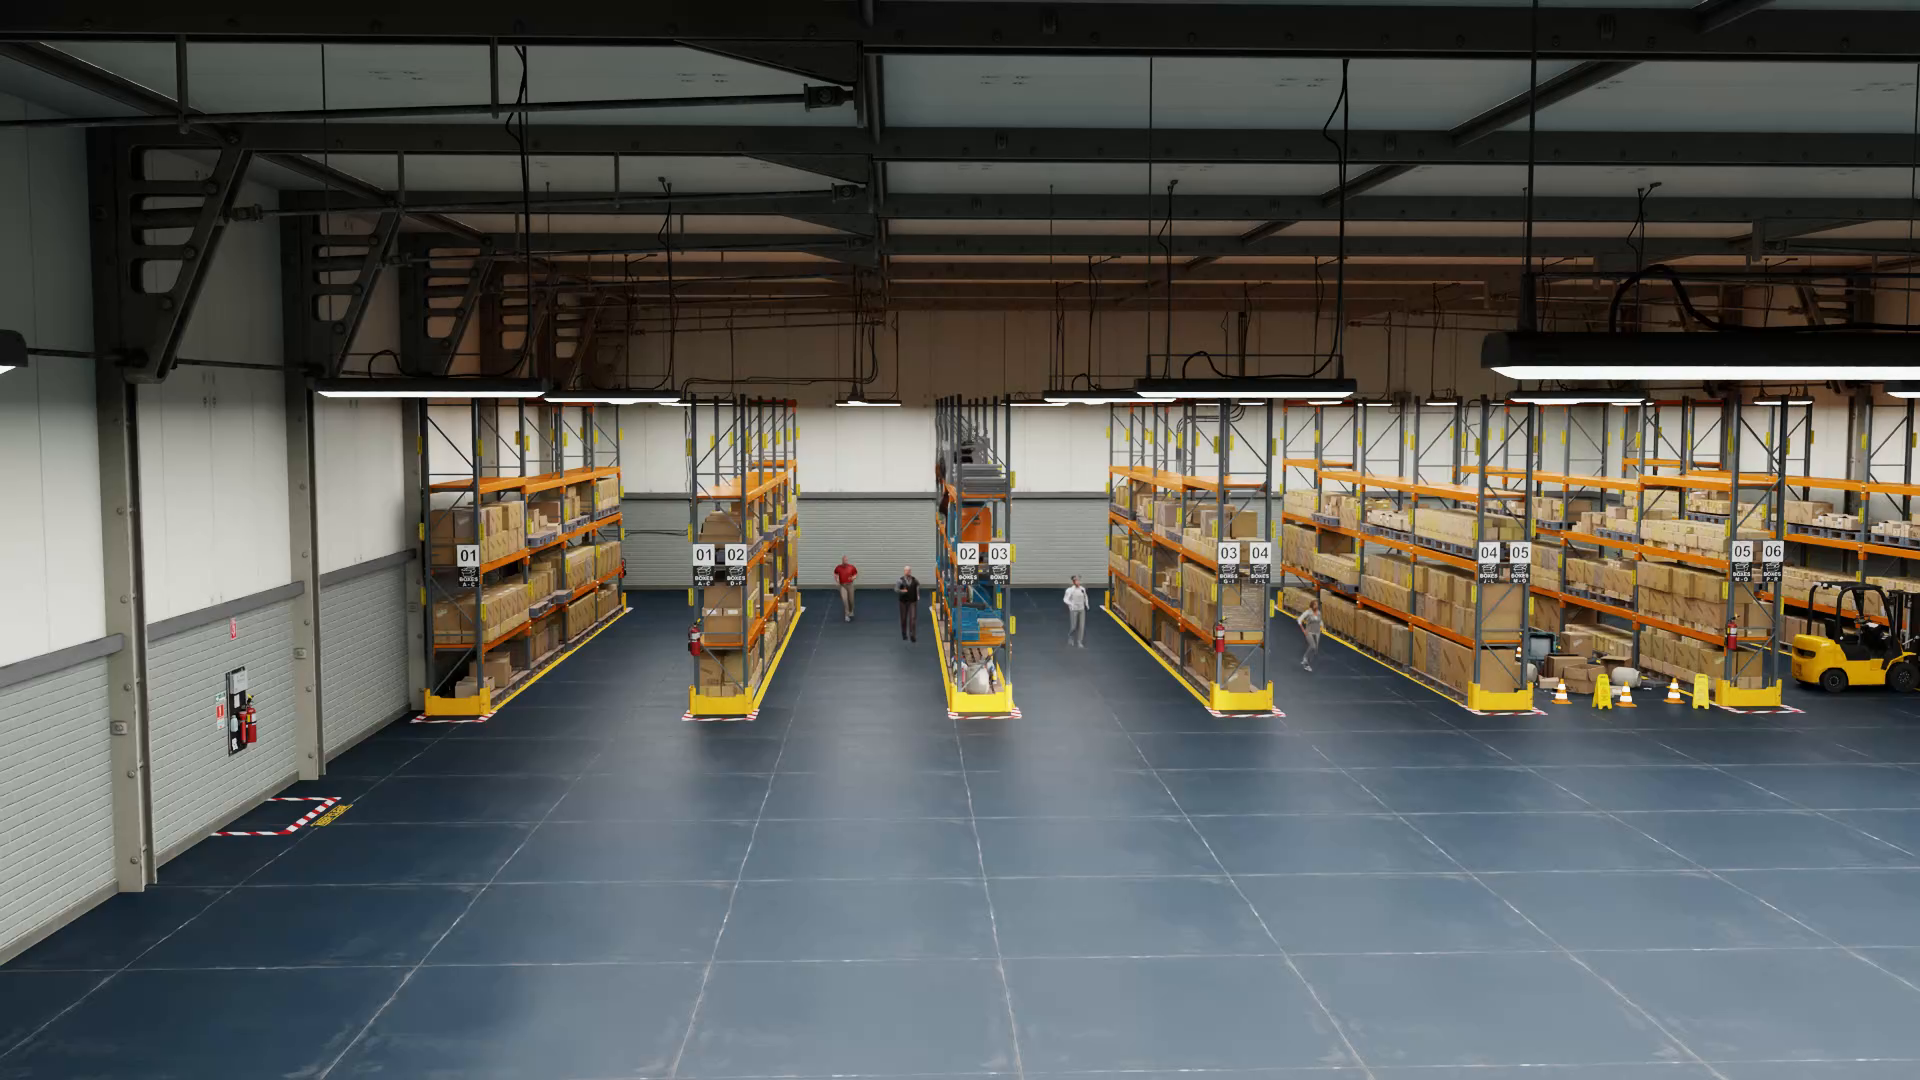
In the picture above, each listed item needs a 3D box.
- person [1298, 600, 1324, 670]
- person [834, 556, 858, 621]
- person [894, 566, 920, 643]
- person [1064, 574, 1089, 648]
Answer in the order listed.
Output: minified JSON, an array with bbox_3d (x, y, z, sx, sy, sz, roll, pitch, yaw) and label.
[{"bbox_3d":[7.724,2.084,36.392,0.540,1.556,0.546,-2,5,-20],"label":"person"},{"bbox_3d":[-3.103,1.304,45.295,0.668,1.747,0.875,0,5,-5],"label":"person"},{"bbox_3d":[-1.226,1.498,39.140,0.652,1.756,0.856,-1,5,-9],"label":"person"},{"bbox_3d":[2.683,1.608,38.000,0.625,1.665,0.658,-1,5,-15],"label":"person"}]
